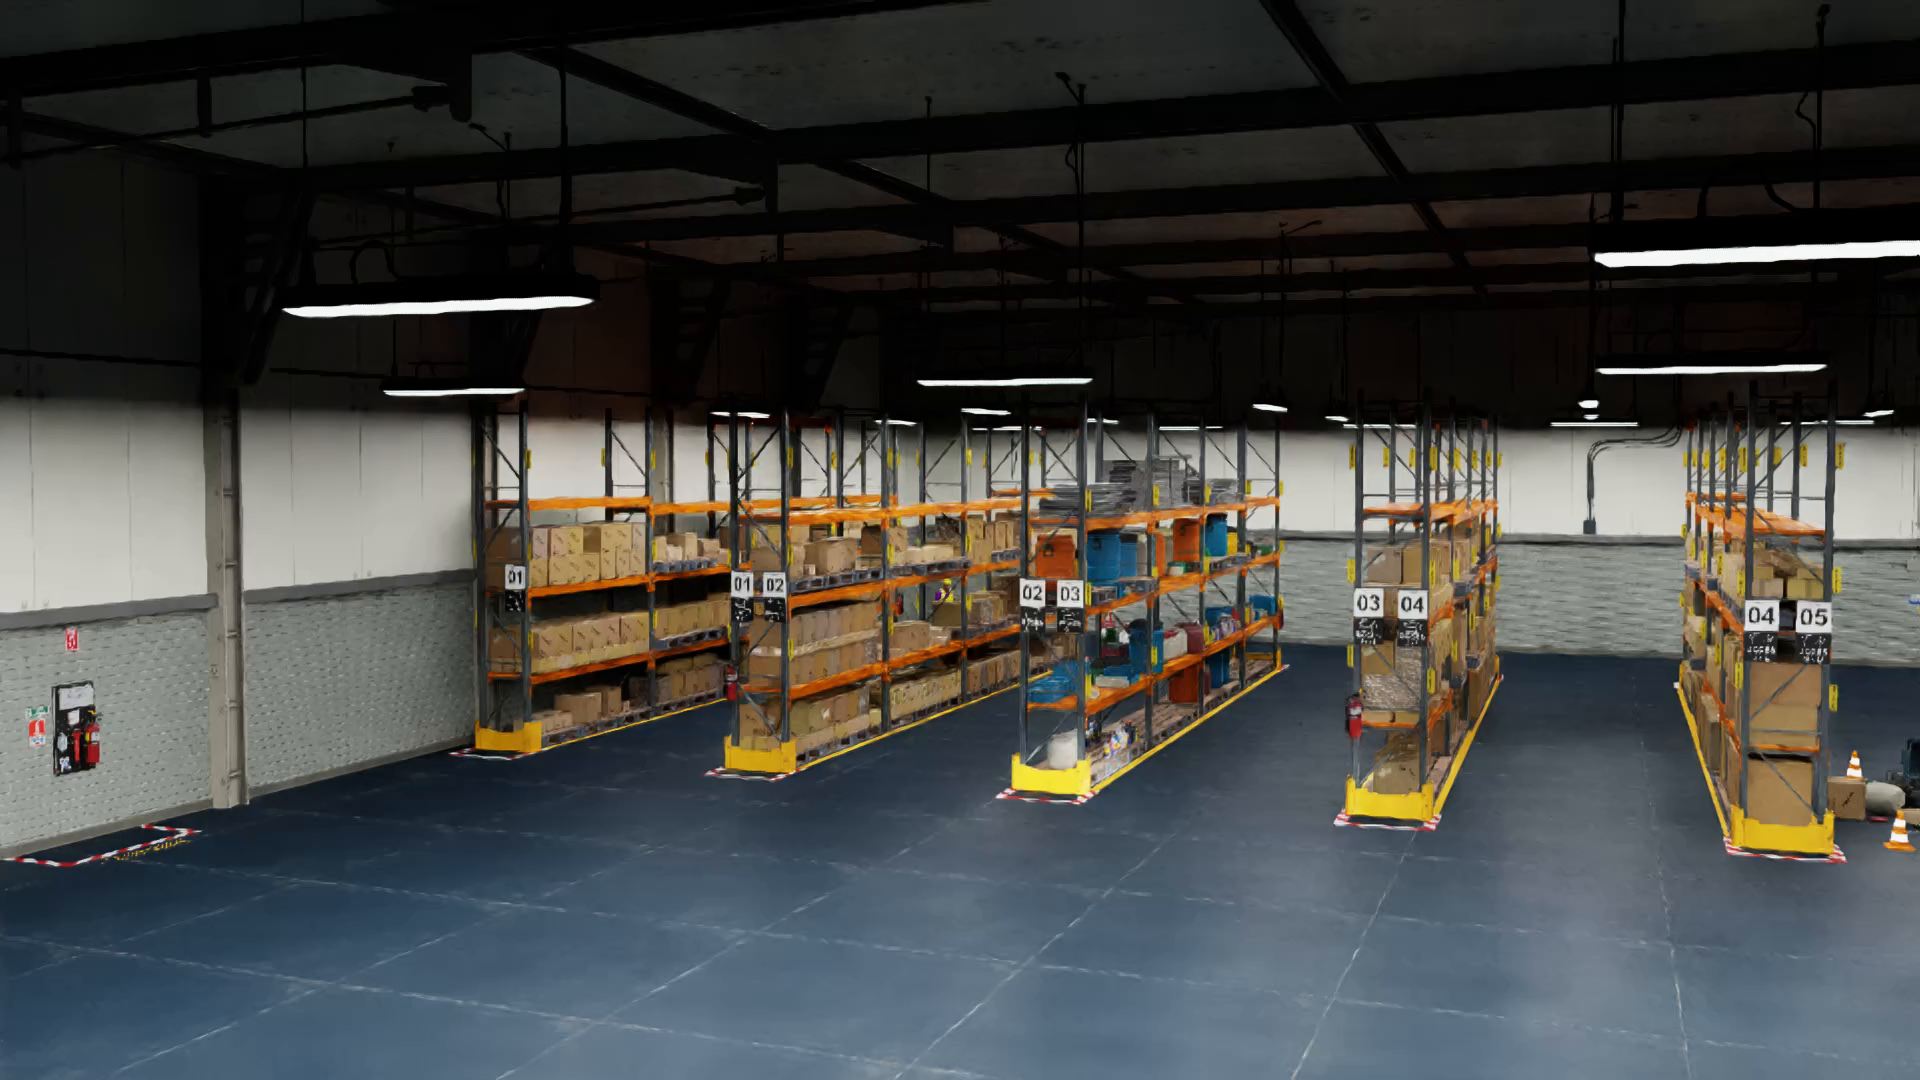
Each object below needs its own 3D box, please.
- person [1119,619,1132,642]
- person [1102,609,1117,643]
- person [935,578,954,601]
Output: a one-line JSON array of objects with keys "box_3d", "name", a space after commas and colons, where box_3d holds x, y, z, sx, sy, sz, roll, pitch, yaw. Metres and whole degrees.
[{"box_3d": [3.603, 2.465, 35.498, 0.456, 1.587, 1.088, 1, 3, 23], "name": "person"}, {"box_3d": [3.595, 2.143, 40.220, 0.484, 1.789, 0.637, 1, 3, 28], "name": "person"}, {"box_3d": [-0.492, 1.923, 45.296, 0.726, 1.765, 0.480, -1, 3, -26], "name": "person"}]
